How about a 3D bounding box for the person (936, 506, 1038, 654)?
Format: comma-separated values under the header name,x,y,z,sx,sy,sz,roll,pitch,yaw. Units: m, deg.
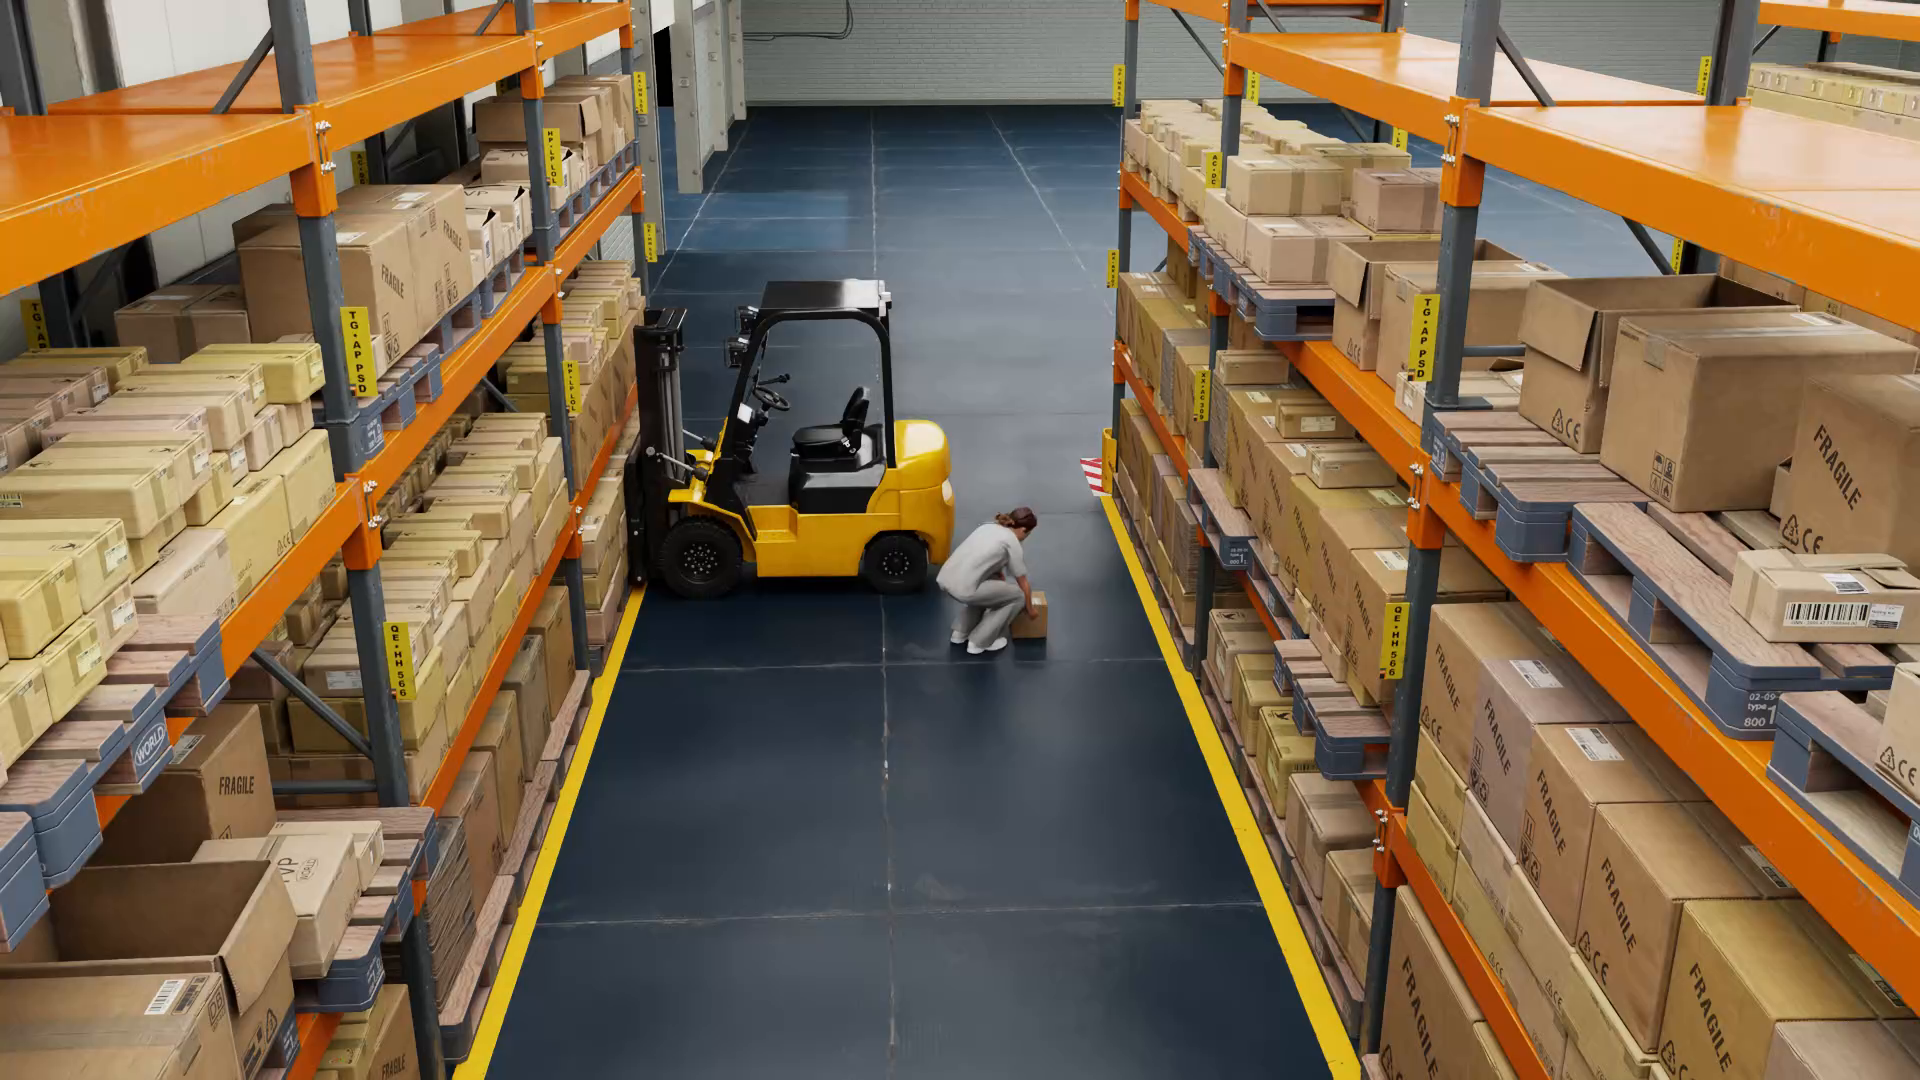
name,x,y,z,sx,sy,sz,roll,pitch,yaw
person,0.206,0.267,11.458,0.795,0.913,0.481,-13,24,-30
